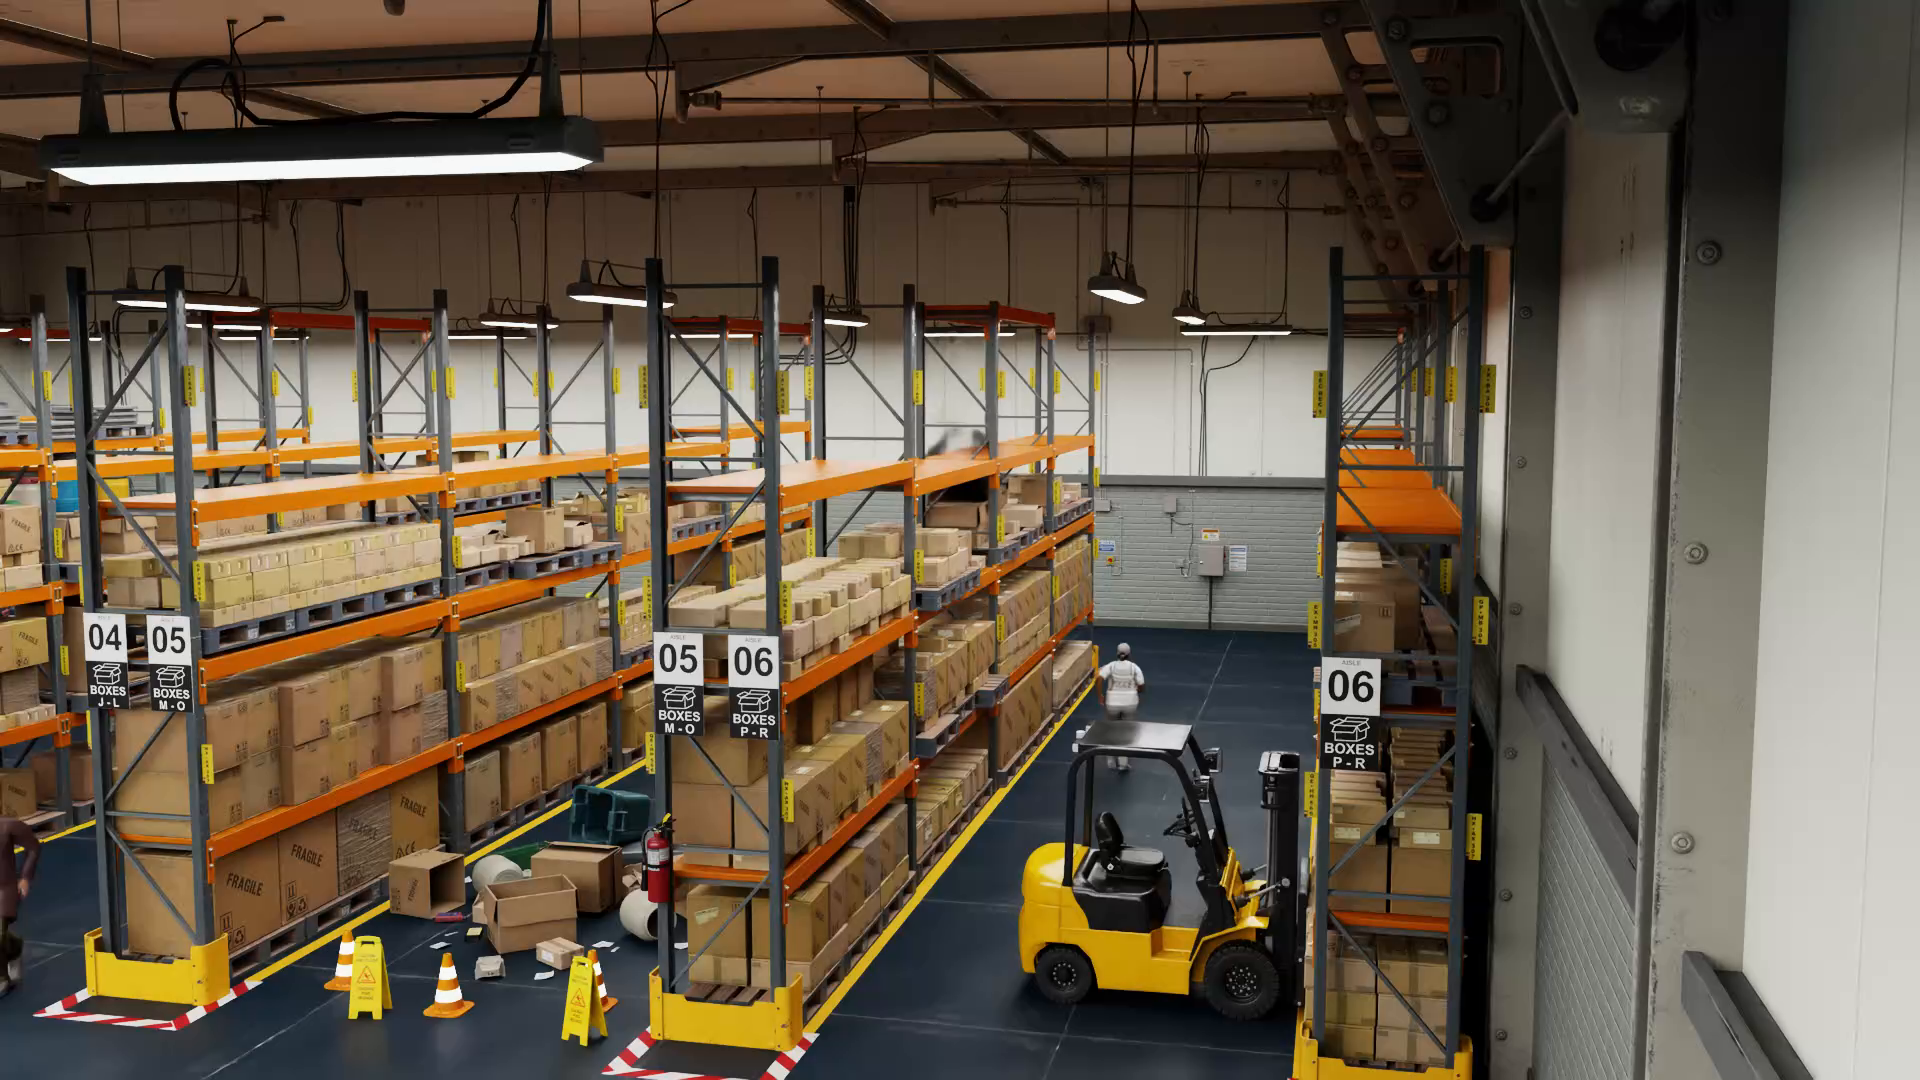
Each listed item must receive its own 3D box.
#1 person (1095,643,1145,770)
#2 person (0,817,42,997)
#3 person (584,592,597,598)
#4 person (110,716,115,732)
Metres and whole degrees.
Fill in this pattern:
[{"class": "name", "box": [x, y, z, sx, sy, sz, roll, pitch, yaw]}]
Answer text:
[{"class": "person", "box": [2.086, 2.160, 21.581, 0.626, 1.662, 0.637, 1, 6, 14]}, {"class": "person", "box": [-8.012, 2.927, 13.709, 0.710, 1.737, 0.633, -1, 6, -9]}, {"class": "person", "box": [-5.670, 1.681, 25.691, 0.630, 1.796, 0.884, 1, 6, 13]}, {"class": "person", "box": [-12.163, 1.915, 23.805, 0.562, 1.719, 0.857, 1, 6, 6]}]
